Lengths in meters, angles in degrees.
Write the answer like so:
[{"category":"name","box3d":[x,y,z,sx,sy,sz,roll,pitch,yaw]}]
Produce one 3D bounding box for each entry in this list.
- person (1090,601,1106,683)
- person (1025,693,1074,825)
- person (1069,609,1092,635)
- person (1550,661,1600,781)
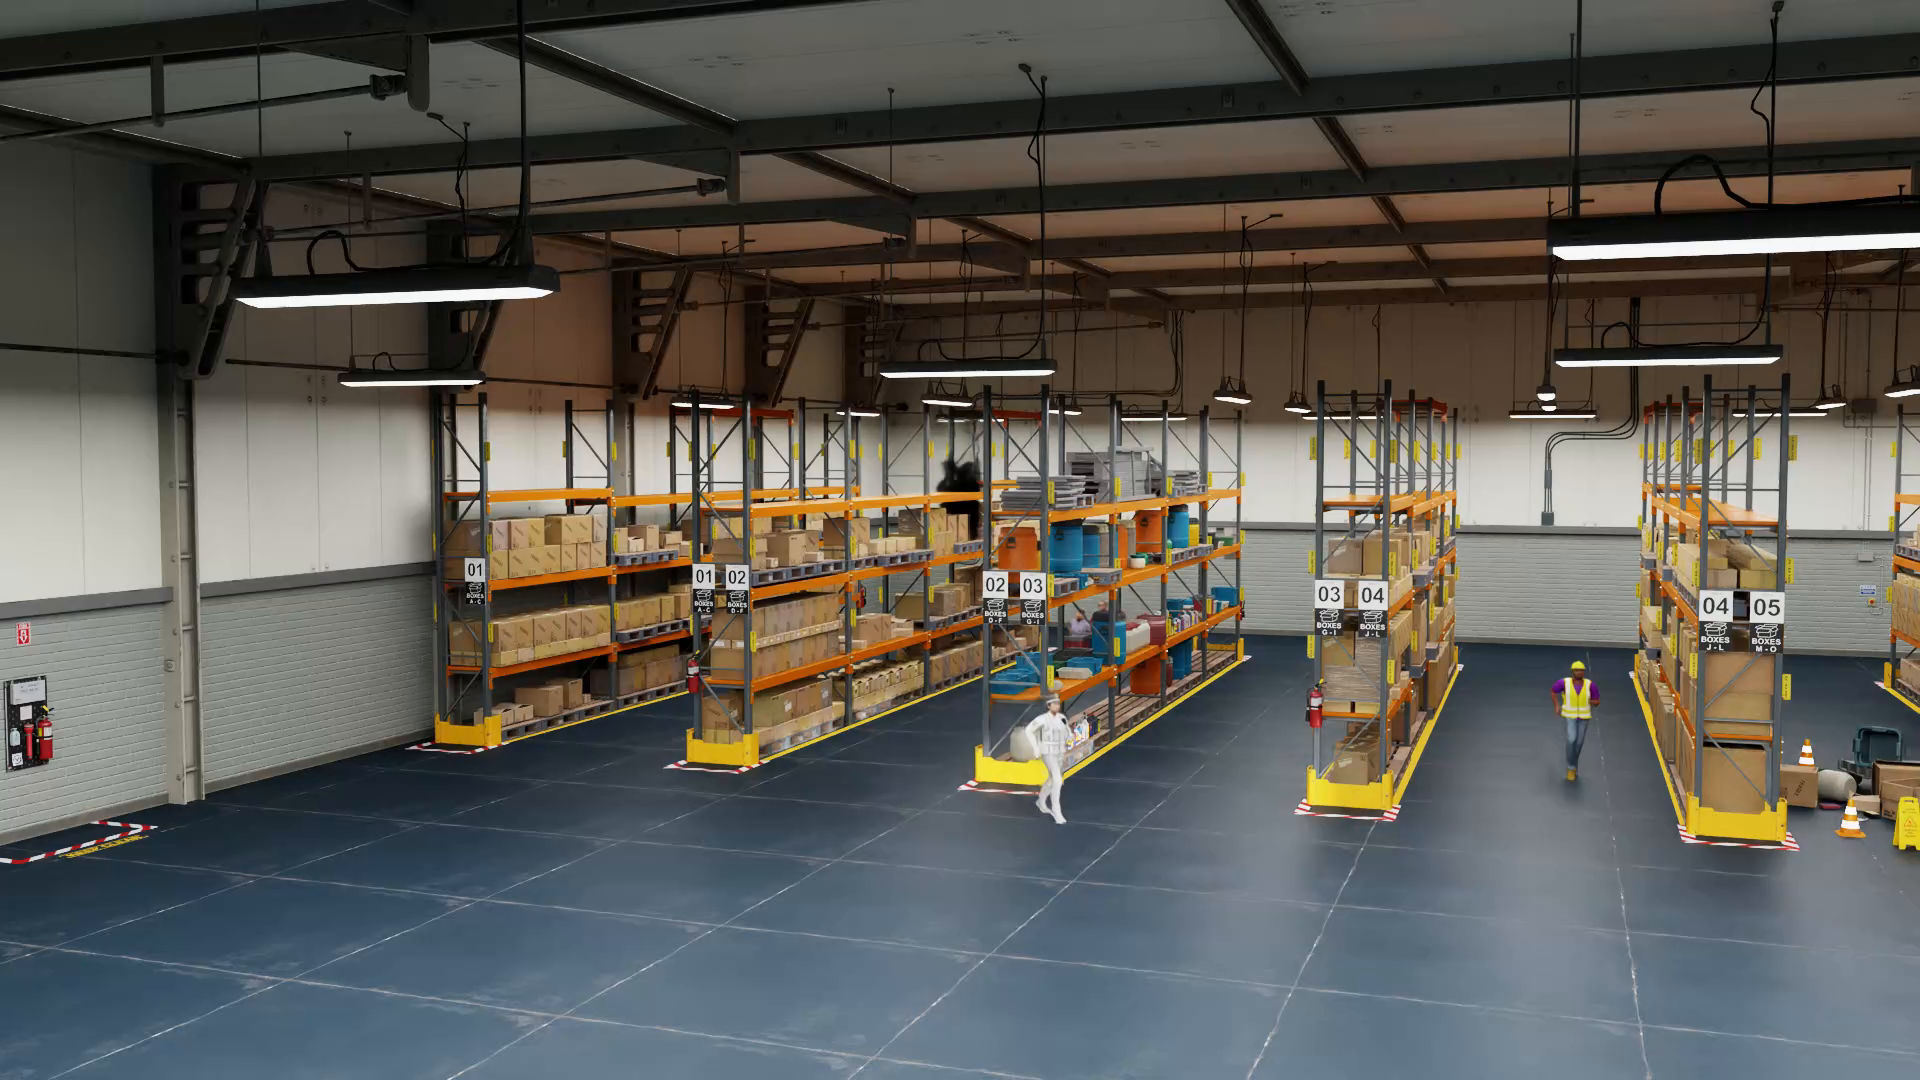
[{"category":"person","box3d":[3.118,2.202,36.440,0.669,1.736,0.978,1,3,26]},{"category":"person","box3d":[1.251,2.942,22.606,0.582,1.738,0.761,-3,4,-40]},{"category":"person","box3d":[2.592,2.301,35.688,0.585,1.679,0.768,1,3,16]},{"category":"person","box3d":[9.457,2.766,25.515,0.674,1.832,0.785,0,3,7]}]
